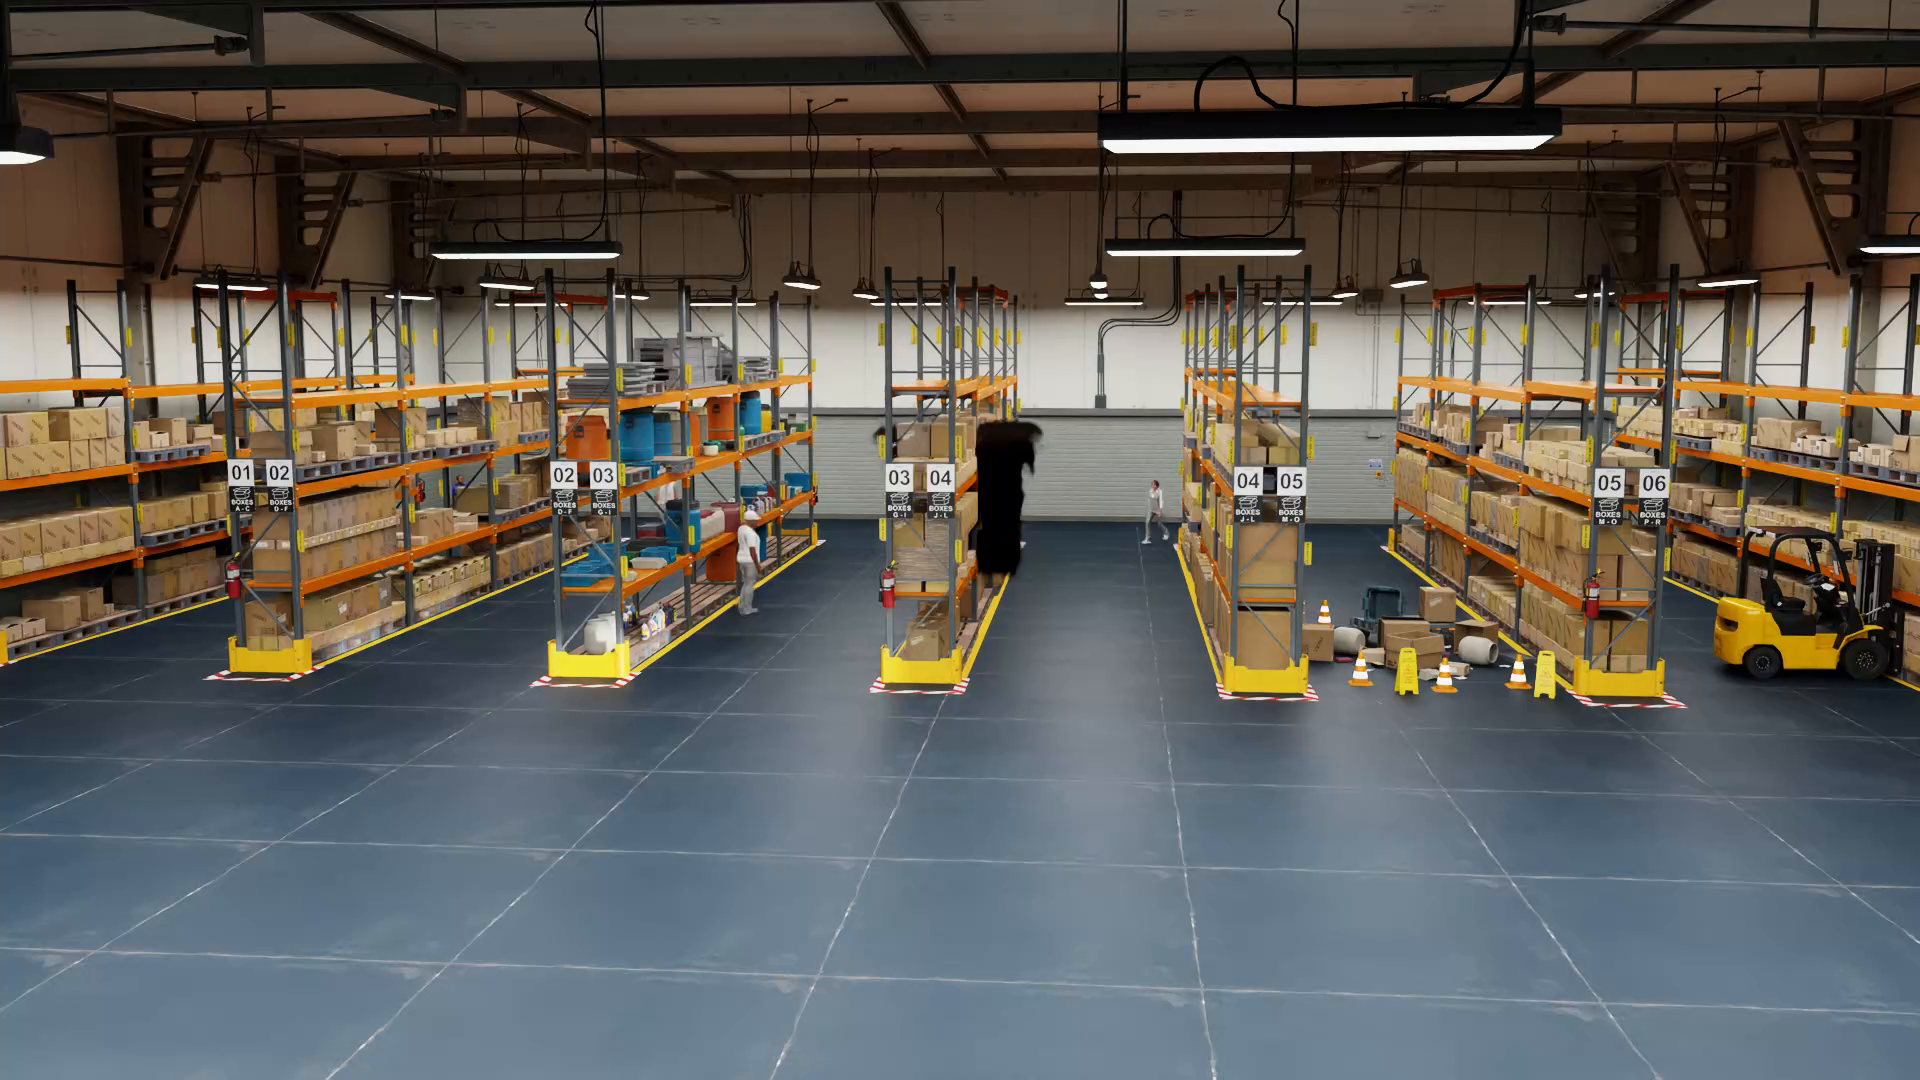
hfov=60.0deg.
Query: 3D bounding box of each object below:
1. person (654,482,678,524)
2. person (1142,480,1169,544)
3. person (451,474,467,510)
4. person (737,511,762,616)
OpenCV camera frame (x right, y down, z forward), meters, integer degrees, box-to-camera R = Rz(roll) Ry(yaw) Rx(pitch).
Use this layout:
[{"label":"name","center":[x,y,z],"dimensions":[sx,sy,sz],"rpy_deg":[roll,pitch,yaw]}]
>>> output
[{"label":"person","center":[-7.265,-0.862,41.017],"dimensions":[0.518,1.743,0.975],"rpy_deg":[0,7,3]},{"label":"person","center":[4.777,-0.697,40.545],"dimensions":[0.471,1.541,0.890],"rpy_deg":[5,9,38]},{"label":"person","center":[-12.431,-0.837,41.442],"dimensions":[0.514,1.611,0.939],"rpy_deg":[-1,7,-7]},{"label":"person","center":[-3.602,0.408,28.335],"dimensions":[0.580,1.833,0.407],"rpy_deg":[6,9,39]}]
